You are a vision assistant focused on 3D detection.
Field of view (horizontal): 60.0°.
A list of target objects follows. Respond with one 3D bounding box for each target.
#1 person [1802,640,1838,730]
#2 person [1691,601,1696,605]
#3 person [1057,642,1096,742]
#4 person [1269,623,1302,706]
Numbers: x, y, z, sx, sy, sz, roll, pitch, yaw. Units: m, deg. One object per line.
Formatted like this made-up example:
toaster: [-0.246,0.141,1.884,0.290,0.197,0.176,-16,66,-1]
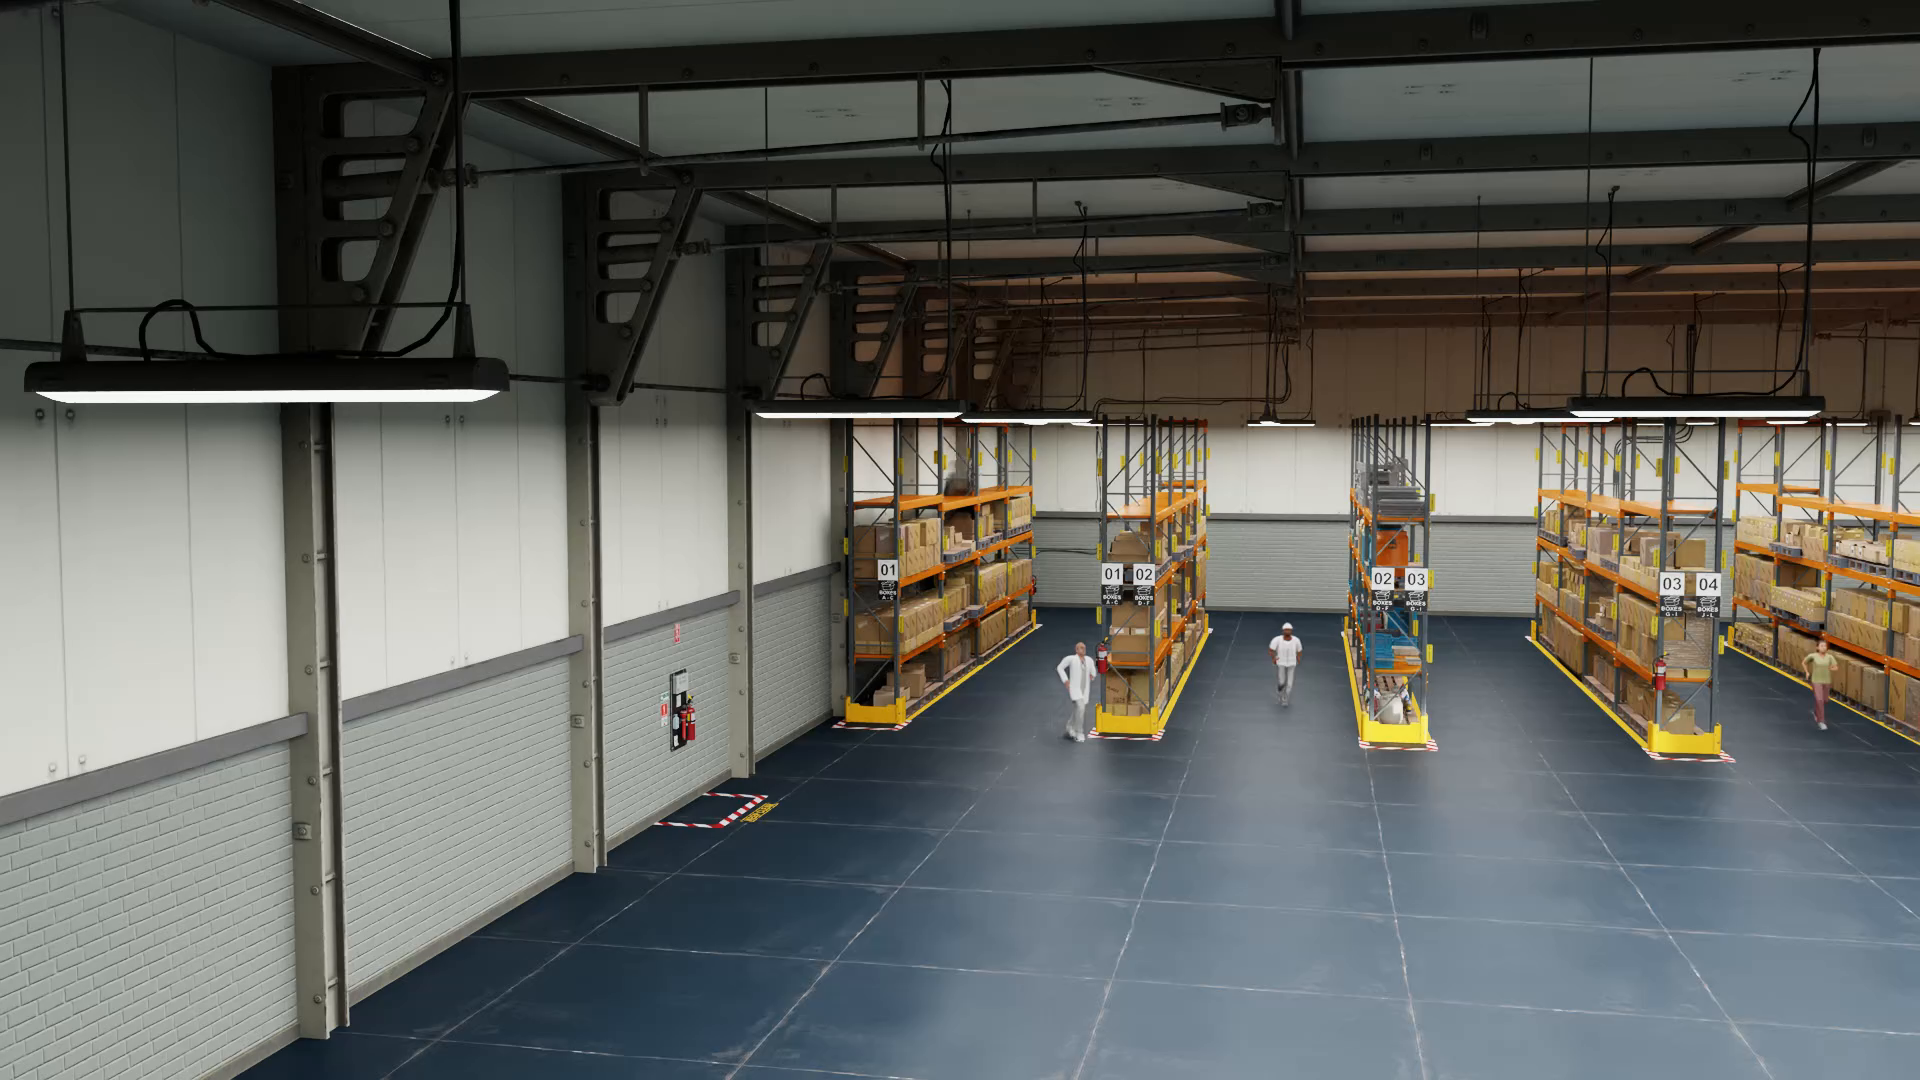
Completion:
person: [16.498,2.739,31.860,0.573,1.658,0.966,1,4,8]
person: [18.761,2.109,42.220,0.496,1.629,0.769,1,4,14]
person: [2.205,2.795,30.764,0.697,1.810,0.752,-2,4,-29]
person: [6.727,2.575,34.269,0.676,1.718,0.571,0,4,1]
